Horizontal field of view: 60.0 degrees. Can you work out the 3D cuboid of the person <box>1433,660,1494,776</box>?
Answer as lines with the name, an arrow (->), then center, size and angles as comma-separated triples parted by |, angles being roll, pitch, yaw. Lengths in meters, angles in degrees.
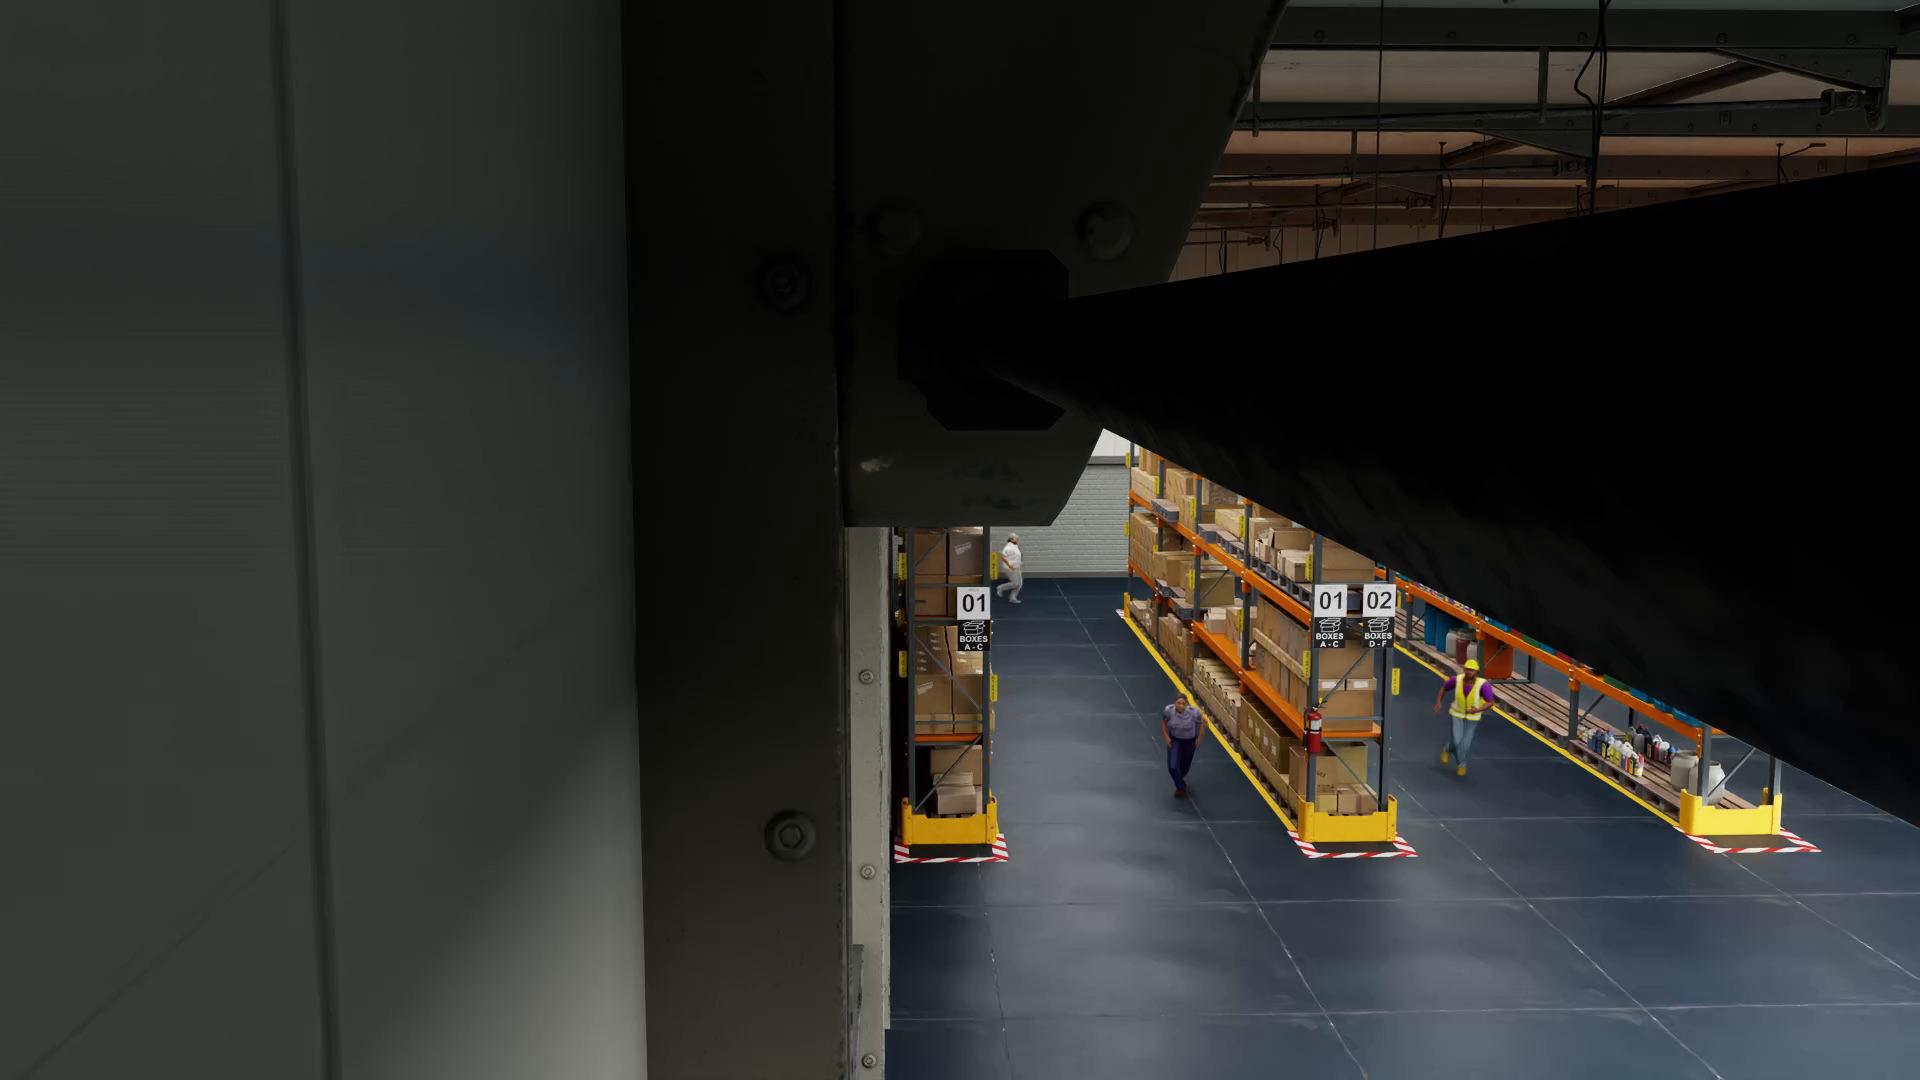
person -> 7.142, 2.501, 23.656 | 0.814, 1.694, 0.637 | 1, 7, 10

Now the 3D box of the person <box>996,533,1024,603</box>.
person -> 1.163, 0.641, 38.312 | 0.580, 1.615, 0.617 | 3, 8, 21

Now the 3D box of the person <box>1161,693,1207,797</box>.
person -> 3.030, 2.730, 22.531 | 0.614, 1.482, 0.891 | 1, 7, 10
